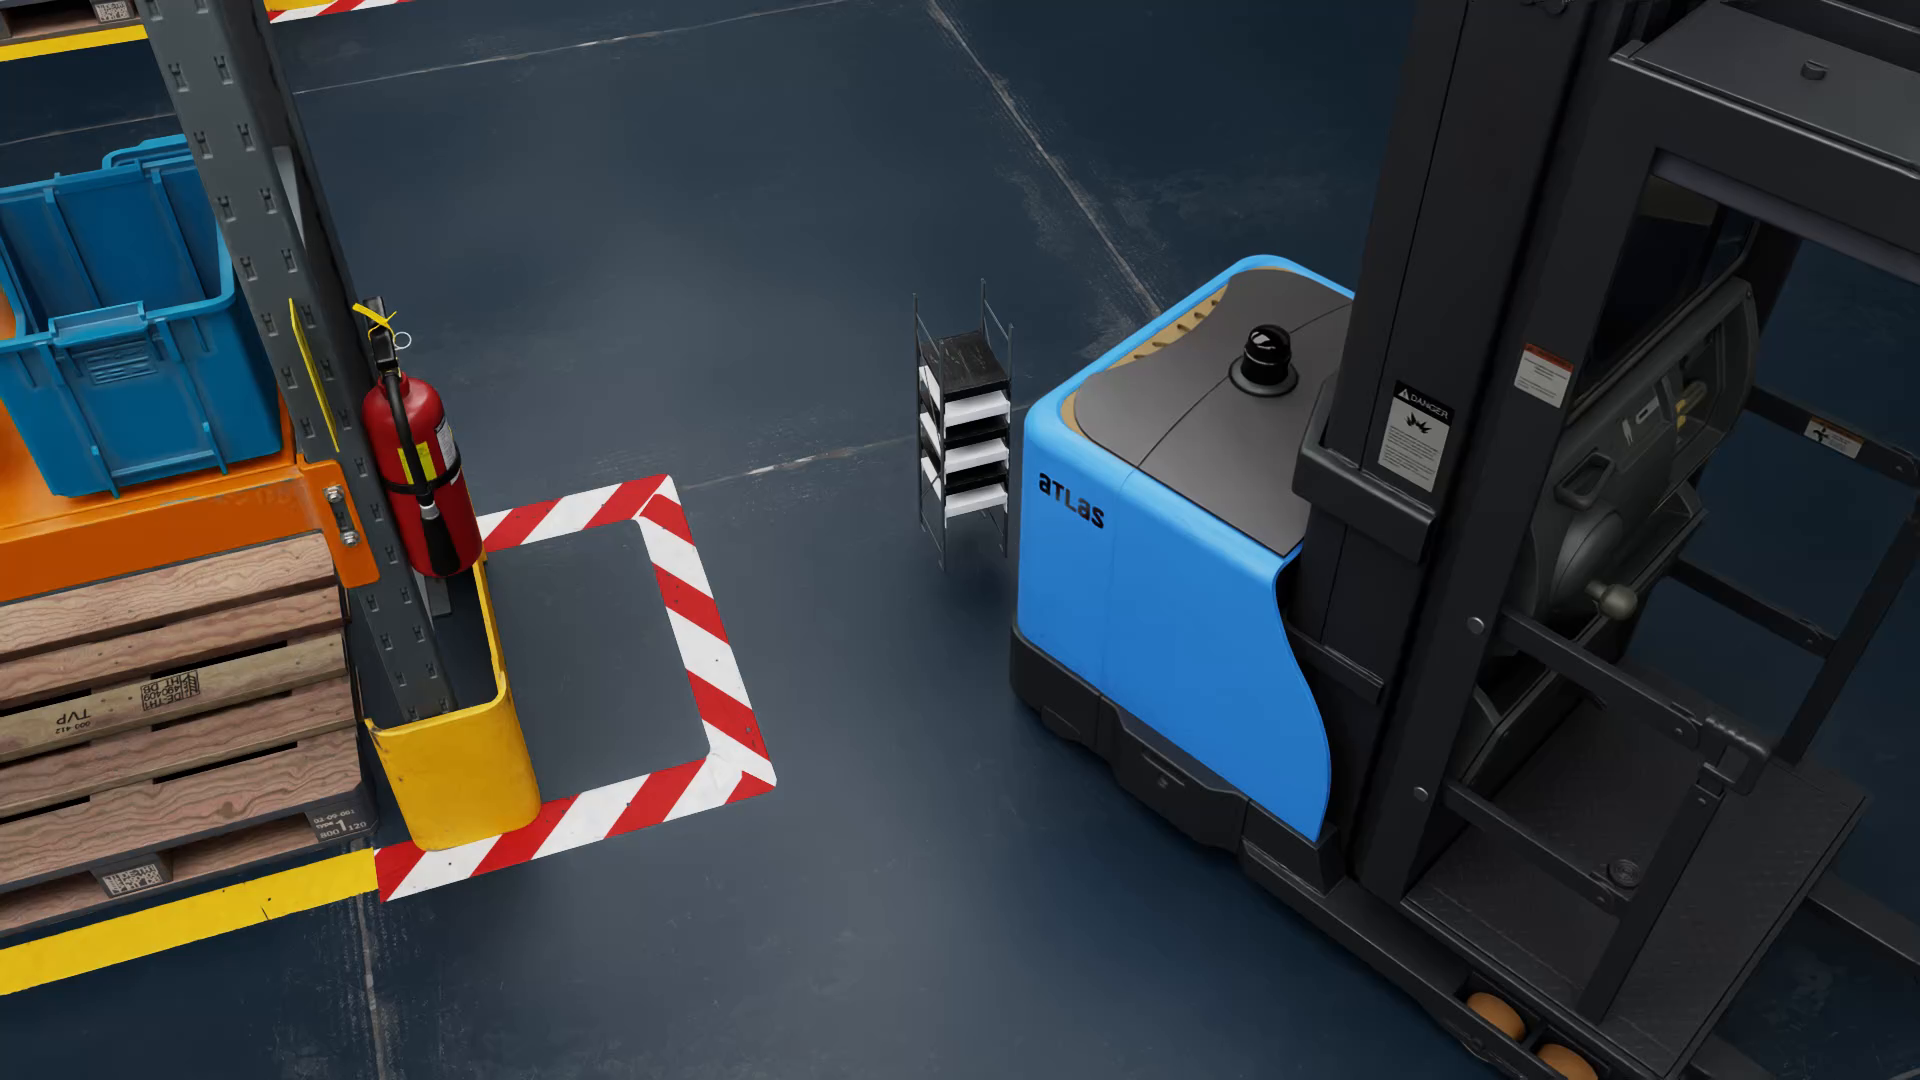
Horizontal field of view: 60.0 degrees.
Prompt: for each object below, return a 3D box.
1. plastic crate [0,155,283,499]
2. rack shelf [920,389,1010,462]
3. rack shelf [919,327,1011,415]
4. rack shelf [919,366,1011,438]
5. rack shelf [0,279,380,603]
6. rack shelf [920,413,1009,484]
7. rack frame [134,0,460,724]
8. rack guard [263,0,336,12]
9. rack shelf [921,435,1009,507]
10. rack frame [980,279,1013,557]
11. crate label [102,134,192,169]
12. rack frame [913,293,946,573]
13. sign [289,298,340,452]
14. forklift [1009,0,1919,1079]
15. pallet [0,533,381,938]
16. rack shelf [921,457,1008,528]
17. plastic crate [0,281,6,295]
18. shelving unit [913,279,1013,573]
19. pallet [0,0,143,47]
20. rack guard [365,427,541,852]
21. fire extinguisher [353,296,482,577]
[{"bbox_3d":[-1.751,-0.461,3.524,0.499,0.435,0.616,-14,47,-14],"label":"plastic crate"},{"bbox_3d":[0.008,-0.360,4.893,0.200,0.077,0.258,-14,47,-14],"label":"rack shelf"},{"bbox_3d":[0.008,-0.487,4.766,0.200,0.077,0.258,-14,47,-14],"label":"rack shelf"},{"bbox_3d":[0.008,-0.423,4.829,0.200,0.077,0.258,-14,47,-14],"label":"rack shelf"},{"bbox_3d":[-3.380,0.103,3.538,4.000,0.370,1.077,-14,47,-14],"label":"rack shelf"},{"bbox_3d":[0.008,-0.296,4.957,0.200,0.077,0.258,-14,47,-14],"label":"rack shelf"},{"bbox_3d":[-1.499,-0.632,3.763,0.127,3.000,1.000,-14,47,-14],"label":"rack frame"},{"bbox_3d":[-3.249,-3.033,7.920,0.348,0.500,1.175,-14,47,-14],"label":"rack guard"},{"bbox_3d":[0.008,-0.233,5.021,0.200,0.077,0.258,-14,47,-14],"label":"rack shelf"},{"bbox_3d":[0.103,-0.344,4.958,0.006,0.900,0.240,-14,47,-14],"label":"rack frame"},{"bbox_3d":[-1.843,-0.754,3.960,0.303,0.233,0.416,-14,47,-14],"label":"crate label"},{"bbox_3d":[-0.088,-0.295,4.909,0.006,0.900,0.240,-14,47,-14],"label":"rack frame"},{"bbox_3d":[-1.297,-0.327,3.343,0.005,0.325,0.100,-14,47,-14],"label":"sign"},{"bbox_3d":[1.550,-0.110,3.290,3.031,2.935,1.130,34,54,29],"label":"forklift"},{"bbox_3d":[-2.288,0.524,4.578,1.213,0.211,1.003,-14,47,-14],"label":"pallet"},{"bbox_3d":[0.008,-0.169,5.084,0.200,0.077,0.258,-14,47,-14],"label":"rack shelf"},{"bbox_3d":[-2.173,-0.698,3.972,0.298,0.136,0.250,-14,47,-14],"label":"plastic crate"},{"bbox_3d":[0.008,-0.320,4.933,0.210,0.900,0.258,-14,47,-14],"label":"shelving unit"},{"bbox_3d":[-3.998,-2.738,7.830,1.213,0.211,1.003,-14,47,-14],"label":"pallet"},{"bbox_3d":[-1.481,0.236,4.662,0.348,0.500,1.175,-14,47,-14],"label":"rack guard"},{"bbox_3d":[-1.203,-0.207,3.656,0.183,0.674,0.296,-14,47,-14],"label":"fire extinguisher"}]
